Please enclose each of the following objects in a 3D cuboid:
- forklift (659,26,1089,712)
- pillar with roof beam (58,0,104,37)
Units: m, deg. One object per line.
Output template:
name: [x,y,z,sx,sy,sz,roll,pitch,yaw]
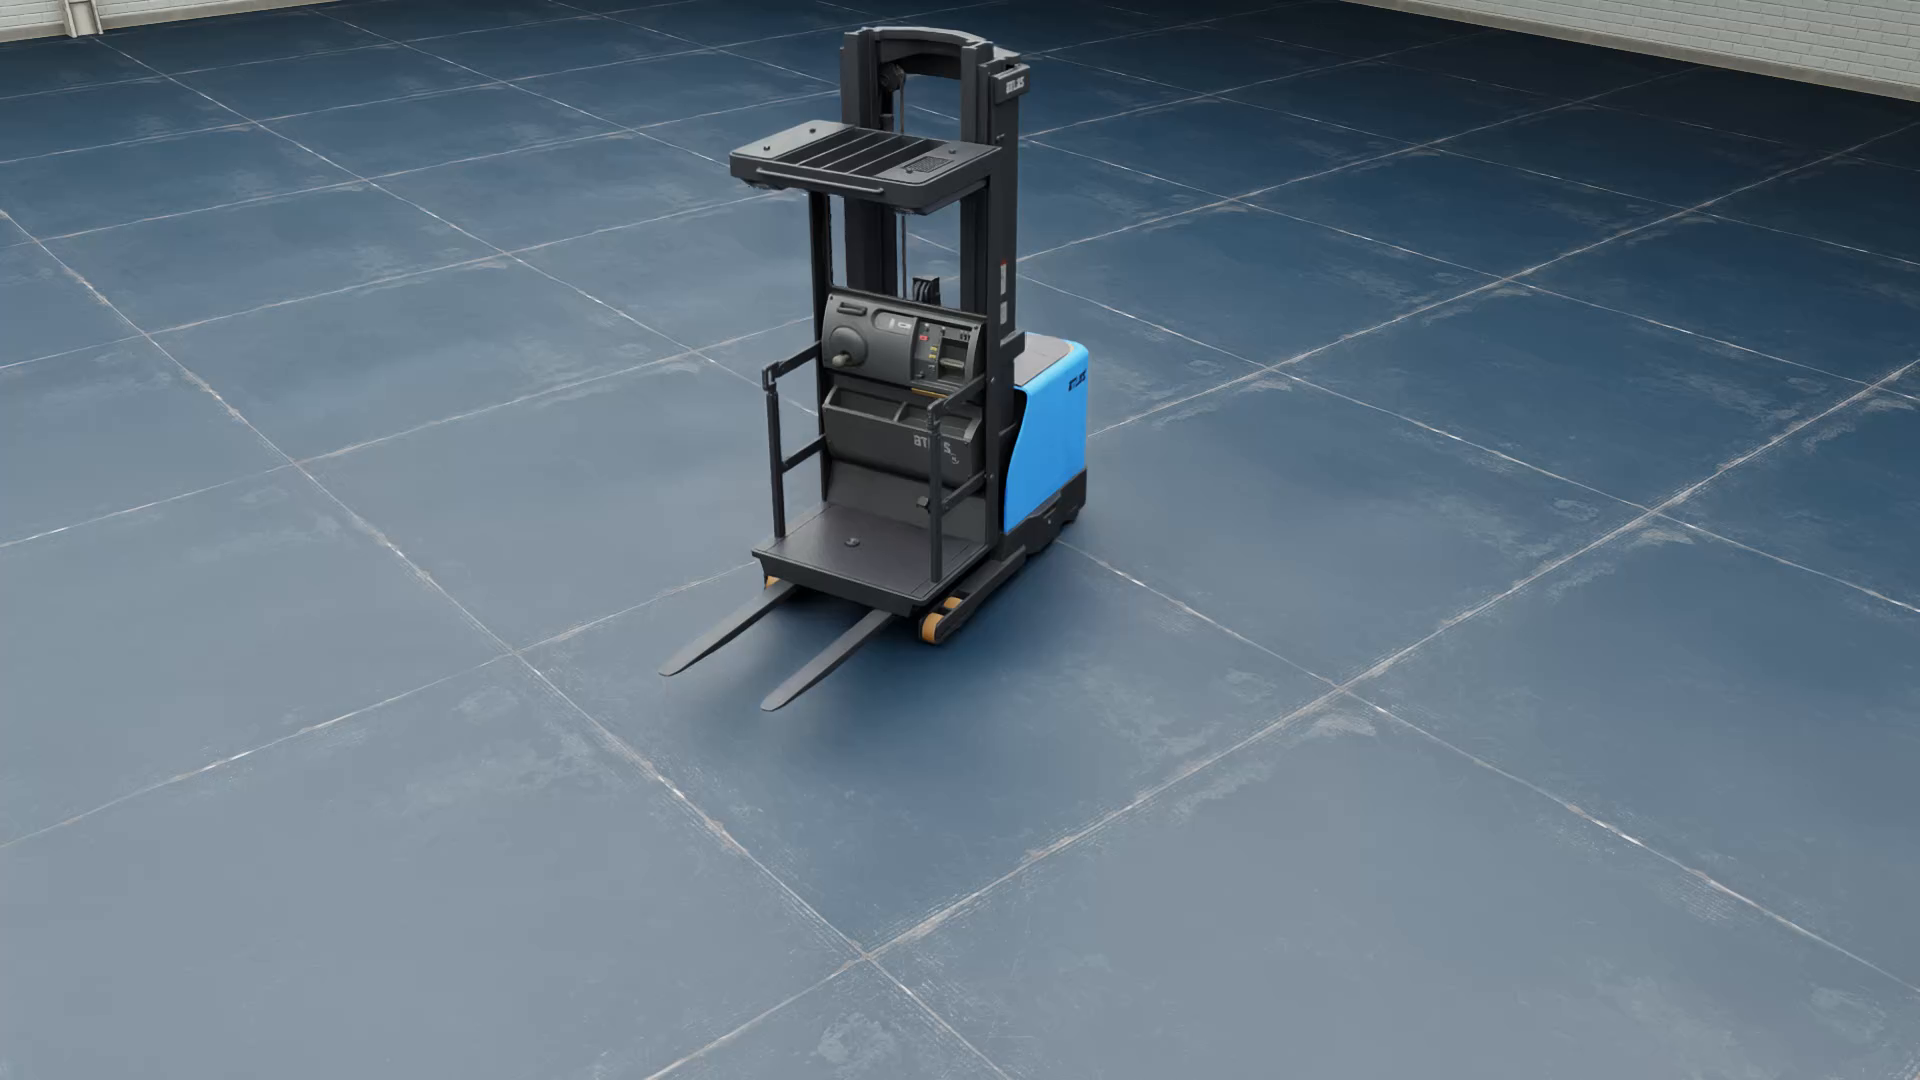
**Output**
forklift: [-0.417,-0.990,8.492,1.130,2.935,3.031,15,32,26]
pillar with roof beam: [-9.131,-9.324,17.649,0.400,9.000,9.100,-22,35,-35]
